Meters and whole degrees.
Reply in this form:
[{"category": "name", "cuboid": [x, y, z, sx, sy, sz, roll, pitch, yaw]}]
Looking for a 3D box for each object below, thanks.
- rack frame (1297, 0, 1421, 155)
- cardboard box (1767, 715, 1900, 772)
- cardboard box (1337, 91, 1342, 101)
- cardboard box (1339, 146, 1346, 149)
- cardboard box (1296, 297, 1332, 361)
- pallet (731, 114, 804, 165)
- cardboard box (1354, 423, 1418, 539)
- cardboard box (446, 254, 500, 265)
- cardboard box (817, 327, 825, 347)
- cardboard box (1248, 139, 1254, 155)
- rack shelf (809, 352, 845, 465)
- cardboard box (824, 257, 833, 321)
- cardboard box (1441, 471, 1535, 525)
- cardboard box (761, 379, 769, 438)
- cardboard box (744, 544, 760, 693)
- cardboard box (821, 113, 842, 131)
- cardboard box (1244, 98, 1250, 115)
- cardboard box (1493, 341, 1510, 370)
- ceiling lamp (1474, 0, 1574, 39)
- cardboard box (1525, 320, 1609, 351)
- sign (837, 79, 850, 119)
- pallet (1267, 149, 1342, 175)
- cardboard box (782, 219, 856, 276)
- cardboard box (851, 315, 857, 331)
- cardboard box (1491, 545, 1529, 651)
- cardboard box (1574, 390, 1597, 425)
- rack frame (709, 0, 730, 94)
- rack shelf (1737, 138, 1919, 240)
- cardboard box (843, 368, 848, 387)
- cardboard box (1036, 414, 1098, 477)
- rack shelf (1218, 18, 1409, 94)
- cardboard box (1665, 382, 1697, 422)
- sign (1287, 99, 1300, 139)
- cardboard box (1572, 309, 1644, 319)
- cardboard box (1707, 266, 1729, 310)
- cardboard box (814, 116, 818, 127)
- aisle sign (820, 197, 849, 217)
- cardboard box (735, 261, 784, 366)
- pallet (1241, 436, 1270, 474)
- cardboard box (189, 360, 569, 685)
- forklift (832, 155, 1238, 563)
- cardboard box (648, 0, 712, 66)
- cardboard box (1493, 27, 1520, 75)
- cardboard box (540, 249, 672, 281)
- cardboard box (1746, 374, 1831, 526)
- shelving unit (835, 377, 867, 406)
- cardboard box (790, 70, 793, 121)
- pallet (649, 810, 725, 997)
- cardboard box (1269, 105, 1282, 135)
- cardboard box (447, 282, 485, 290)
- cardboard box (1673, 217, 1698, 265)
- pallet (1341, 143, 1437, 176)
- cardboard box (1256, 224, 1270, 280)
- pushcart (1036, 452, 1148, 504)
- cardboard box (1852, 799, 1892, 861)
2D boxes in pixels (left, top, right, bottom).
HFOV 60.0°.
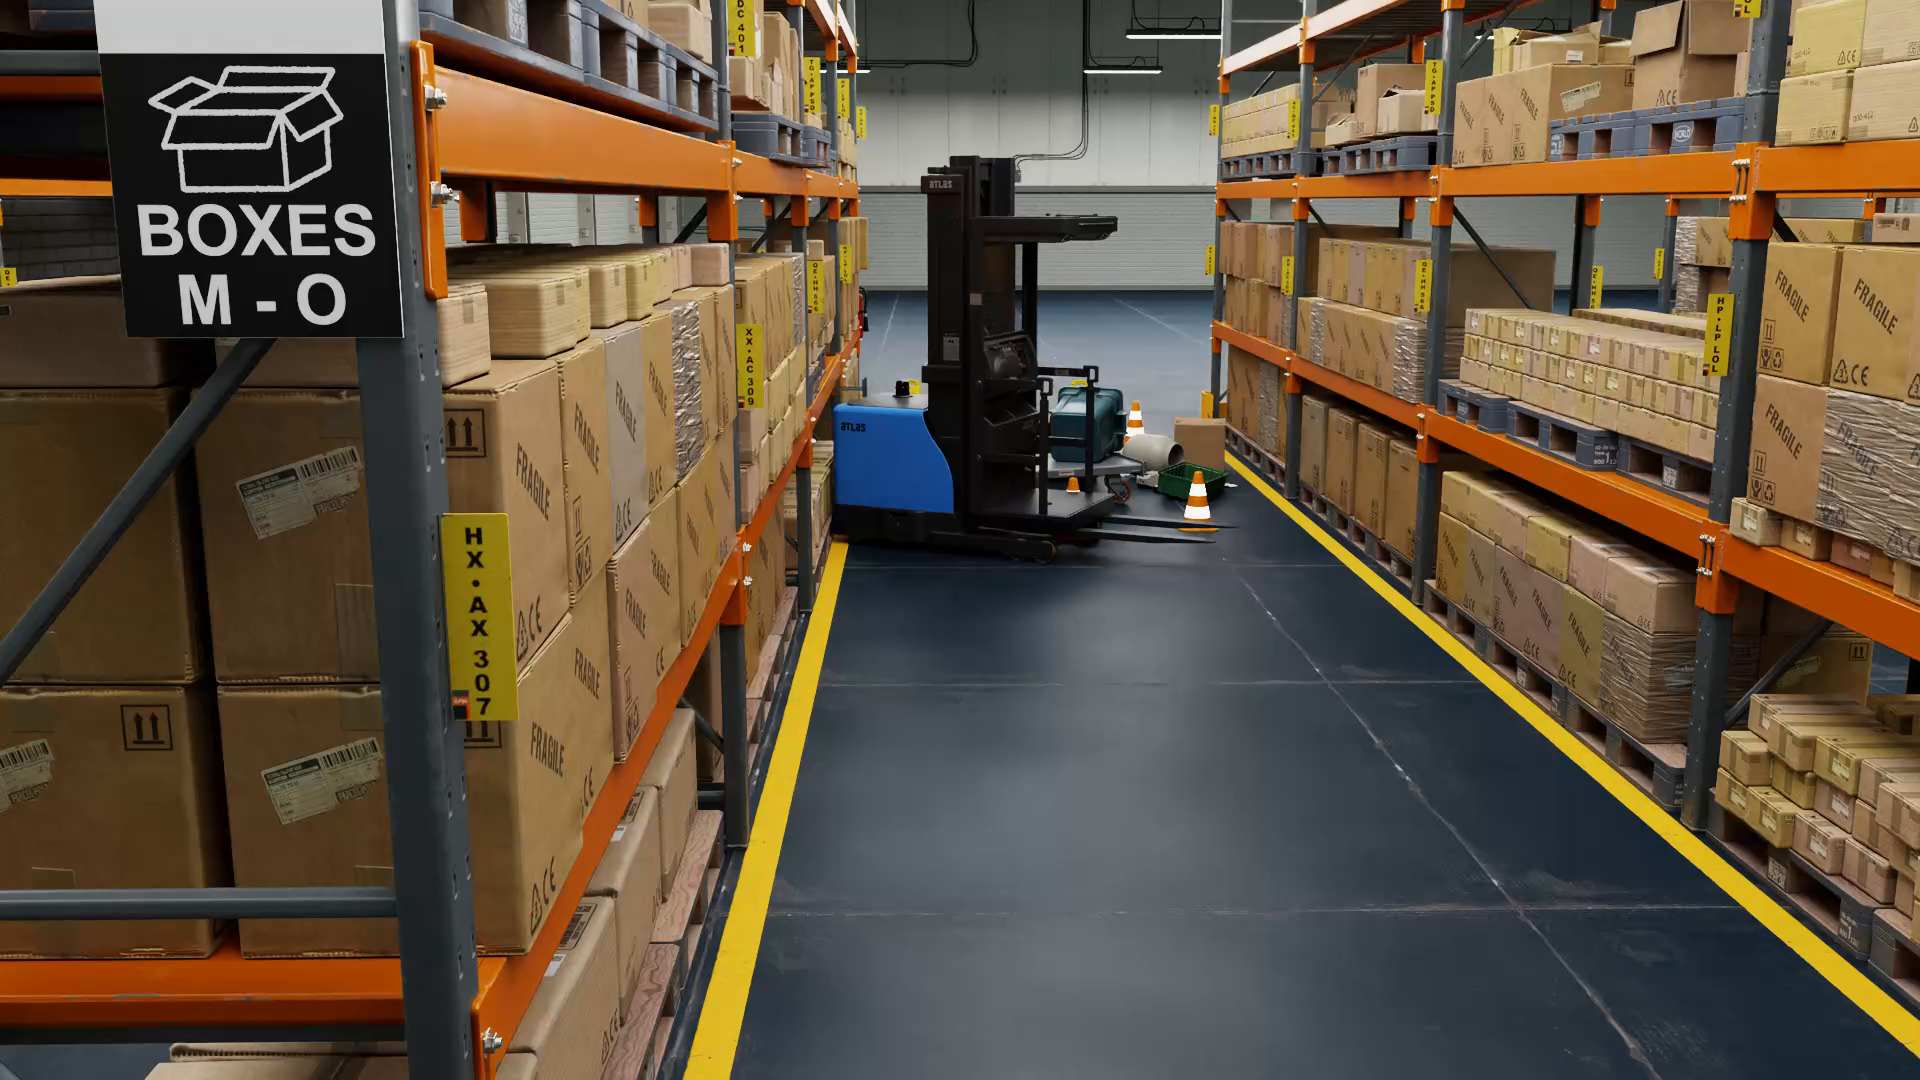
[{"category": "rack frame", "cuboid": [3.409, -4.782, 13.997, 1.000, 3.000, 0.127, 0, 11, -1]}, {"category": "cardboard box", "cuboid": [3.321, 0.773, 6.324, 0.380, 0.149, 0.250, 0, 11, 2]}, {"category": "cardboard box", "cuboid": [3.719, -4.111, 15.551, 0.380, 0.149, 0.250, 0, 11, -1]}, {"category": "cardboard box", "cuboid": [3.726, -3.668, 15.375, 0.380, 0.149, 0.250, 0, 11, -2]}, {"category": "cardboard box", "cuboid": [3.151, -1.785, 14.062, 0.500, 0.500, 0.500, 0, 11, -1]}, {"category": "pallet", "cuboid": [-1.363, -2.034, 8.470, 1.003, 0.211, 1.213, 0, 11, 1]}, {"category": "cardboard box", "cuboid": [3.548, -0.445, 12.311, 1.050, 0.750, 0.750, 0, 11, 0]}, {"category": "cardboard box", "cuboid": [-1.549, -0.750, 4.816, 0.380, 0.149, 0.250, 0, 11, -1]}, {"category": "cardboard box", "cuboid": [-1.244, -1.580, 12.879, 0.380, 0.149, 0.250, 0, 11, -1]}, {"category": "cardboard box", "cuboid": [3.045, -3.868, 16.359, 0.380, 0.149, 0.250, 0, 11, -1]}, {"category": "rack shelf", "cuboid": [-1.496, -1.051, 12.506, 1.077, 0.370, 4.000, 0, 11, -1]}, {"category": "cardboard box", "cuboid": [-1.287, -2.012, 13.379, 0.500, 0.500, 0.500, 0, 11, -1]}, {"category": "cardboard box", "cuboid": [3.264, -0.257, 10.125, 0.500, 0.250, 0.500, -1, 11, -4]}, {"category": "cardboard box", "cuboid": [-1.138, -0.575, 7.468, 0.500, 0.250, 0.500, 0, 11, 0]}, {"category": "cardboard box", "cuboid": [-1.492, 0.322, 8.216, 0.875, 0.875, 0.875, 0, 11, 0]}, {"category": "cardboard box", "cuboid": [-1.218, -3.603, 14.357, 0.380, 0.149, 0.250, 0, 11, -2]}, {"category": "cardboard box", "cuboid": [3.040, -4.309, 16.529, 0.380, 0.149, 0.250, 0, 11, -2]}, {"category": "cardboard box", "cuboid": [3.318, -1.071, 9.623, 0.380, 0.149, 0.250, -1, 11, -3]}, {"category": "ceiling lamp", "cuboid": [11.374, -11.697, 33.403, 2.000, 3.185, 0.800, 0, 11, -1]}, {"category": "cardboard box", "cuboid": [3.329, -1.120, 9.113, 0.380, 0.149, 0.250, 0, 11, 1]}, {"category": "sign", "cuboid": [-0.983, -3.721, 14.020, 0.100, 0.325, 0.005, 0, 11, -1]}, {"category": "pallet", "cuboid": [3.403, -3.431, 15.106, 1.003, 0.211, 1.213, 0, 11, -1]}, {"category": "cardboard box", "cuboid": [-1.319, -2.676, 15.191, 0.700, 0.500, 0.500, 0, 11, -1]}, {"category": "cardboard box", "cuboid": [-1.263, -2.248, 17.227, 0.380, 0.149, 0.250, 0, 11, 0]}, {"category": "cardboard box", "cuboid": [3.281, 0.316, 9.187, 0.500, 0.500, 0.500, -1, 11, -3]}, {"category": "cardboard box", "cuboid": [3.338, -0.671, 8.399, 0.380, 0.149, 0.250, 0, 11, 1]}, {"category": "rack frame", "cuboid": [-1.372, -3.151, 5.959, 1.000, 3.000, 0.127, 0, 11, -1]}, {"category": "rack shelf", "cuboid": [3.616, -0.971, 4.568, 1.077, 0.370, 4.000, 0, 11, -1]}, {"category": "cardboard box", "cuboid": [-1.223, -1.489, 15.194, 0.380, 0.149, 0.250, 0, 11, 0]}, {"category": "cardboard box", "cuboid": [0.975, -0.915, 15.962, 0.797, 0.637, 0.503, 0, 11, -1]}, {"category": "rack shelf", "cuboid": [3.368, -4.631, 16.068, 1.077, 0.370, 4.000, 0, 11, -1]}, {"category": "cardboard box", "cuboid": [3.362, -0.611, 7.352, 0.380, 0.149, 0.250, 0, 11, -1]}, {"category": "sign", "cuboid": [2.854, -3.601, 14.223, 0.100, 0.325, 0.005, 0, 11, -1]}, {"category": "cardboard box", "cuboid": [3.960, -1.325, 10.127, 0.380, 0.149, 0.250, -1, 11, -3]}, {"category": "cardboard box", "cuboid": [8.402, -2.624, 17.447, 0.875, 0.500, 0.500, 0, 11, -1]}, {"category": "cardboard box", "cuboid": [-1.375, -3.188, 13.003, 0.500, 0.250, 0.500, 0, 11, 0]}, {"category": "aisle sign", "cuboid": [-1.332, -3.884, 18.121, 0.394, 0.787, 0.004, 0, 11, -1]}, {"category": "cardboard box", "cuboid": [-1.157, -1.142, 8.379, 0.500, 0.500, 0.500, 0, 11, -2]}, {"category": "pallet", "cuboid": [3.444, -0.870, 16.815, 1.003, 0.211, 1.213, 0, 11, -1]}, {"category": "cardboard box", "cuboid": [-1.015, -0.052, 3.003, 0.500, 0.500, 0.500, 0, 11, -2]}, {"category": "forklift", "cuboid": [0.568, -1.386, 12.519, 3.031, 2.935, 1.130, 5, 13, 24]}, {"category": "cardboard box", "cuboid": [-1.039, -1.744, 5.599, 0.396, 0.266, 0.258, 0, 11, 1]}, {"category": "cardboard box", "cuboid": [3.235, -2.757, 9.382, 0.396, 0.266, 0.258, 0, 11, -1]}, {"category": "cardboard box", "cuboid": [-1.132, -0.855, 5.333, 0.380, 0.149, 0.250, 0, 11, -2]}, {"category": "cardboard box", "cuboid": [3.333, -0.347, 6.225, 0.500, 0.500, 0.500, 0, 11, -2]}, {"category": "shelving unit", "cuboid": [-0.876, -0.713, 13.522, 0.258, 1.200, 0.189, 0, 10, 2]}, {"category": "cardboard box", "cuboid": [-1.077, -2.344, 8.806, 0.396, 0.266, 0.258, -1, 11, -3]}, {"category": "pallet", "cuboid": [-1.435, 1.307, 6.086, 1.003, 0.211, 1.213, 0, 11, -1]}, {"category": "cardboard box", "cuboid": [3.132, -3.836, 15.201, 0.500, 0.250, 0.500, 0, 11, -1]}, {"category": "cardboard box", "cuboid": [-1.097, -0.396, 3.071, 0.380, 0.149, 0.250, 0, 11, 0]}, {"category": "cardboard box", "cuboid": [8.026, -3.212, 17.830, 0.500, 0.500, 0.500, 0, 11, -1]}, {"category": "pallet", "cuboid": [3.399, -2.774, 12.120, 1.003, 0.211, 1.213, 0, 11, 1]}, {"category": "cardboard box", "cuboid": [3.416, -2.840, 16.421, 0.875, 0.550, 0.500, 0, 11, -1]}, {"category": "pushcart", "cuboid": [0.741, -0.536, 14.750, 1.648, 0.377, 0.936, -4, 12, -21]}, {"category": "cardboard box", "cuboid": [3.401, 1.019, 5.856, 0.380, 0.149, 0.250, -1, 11, -4]}]
